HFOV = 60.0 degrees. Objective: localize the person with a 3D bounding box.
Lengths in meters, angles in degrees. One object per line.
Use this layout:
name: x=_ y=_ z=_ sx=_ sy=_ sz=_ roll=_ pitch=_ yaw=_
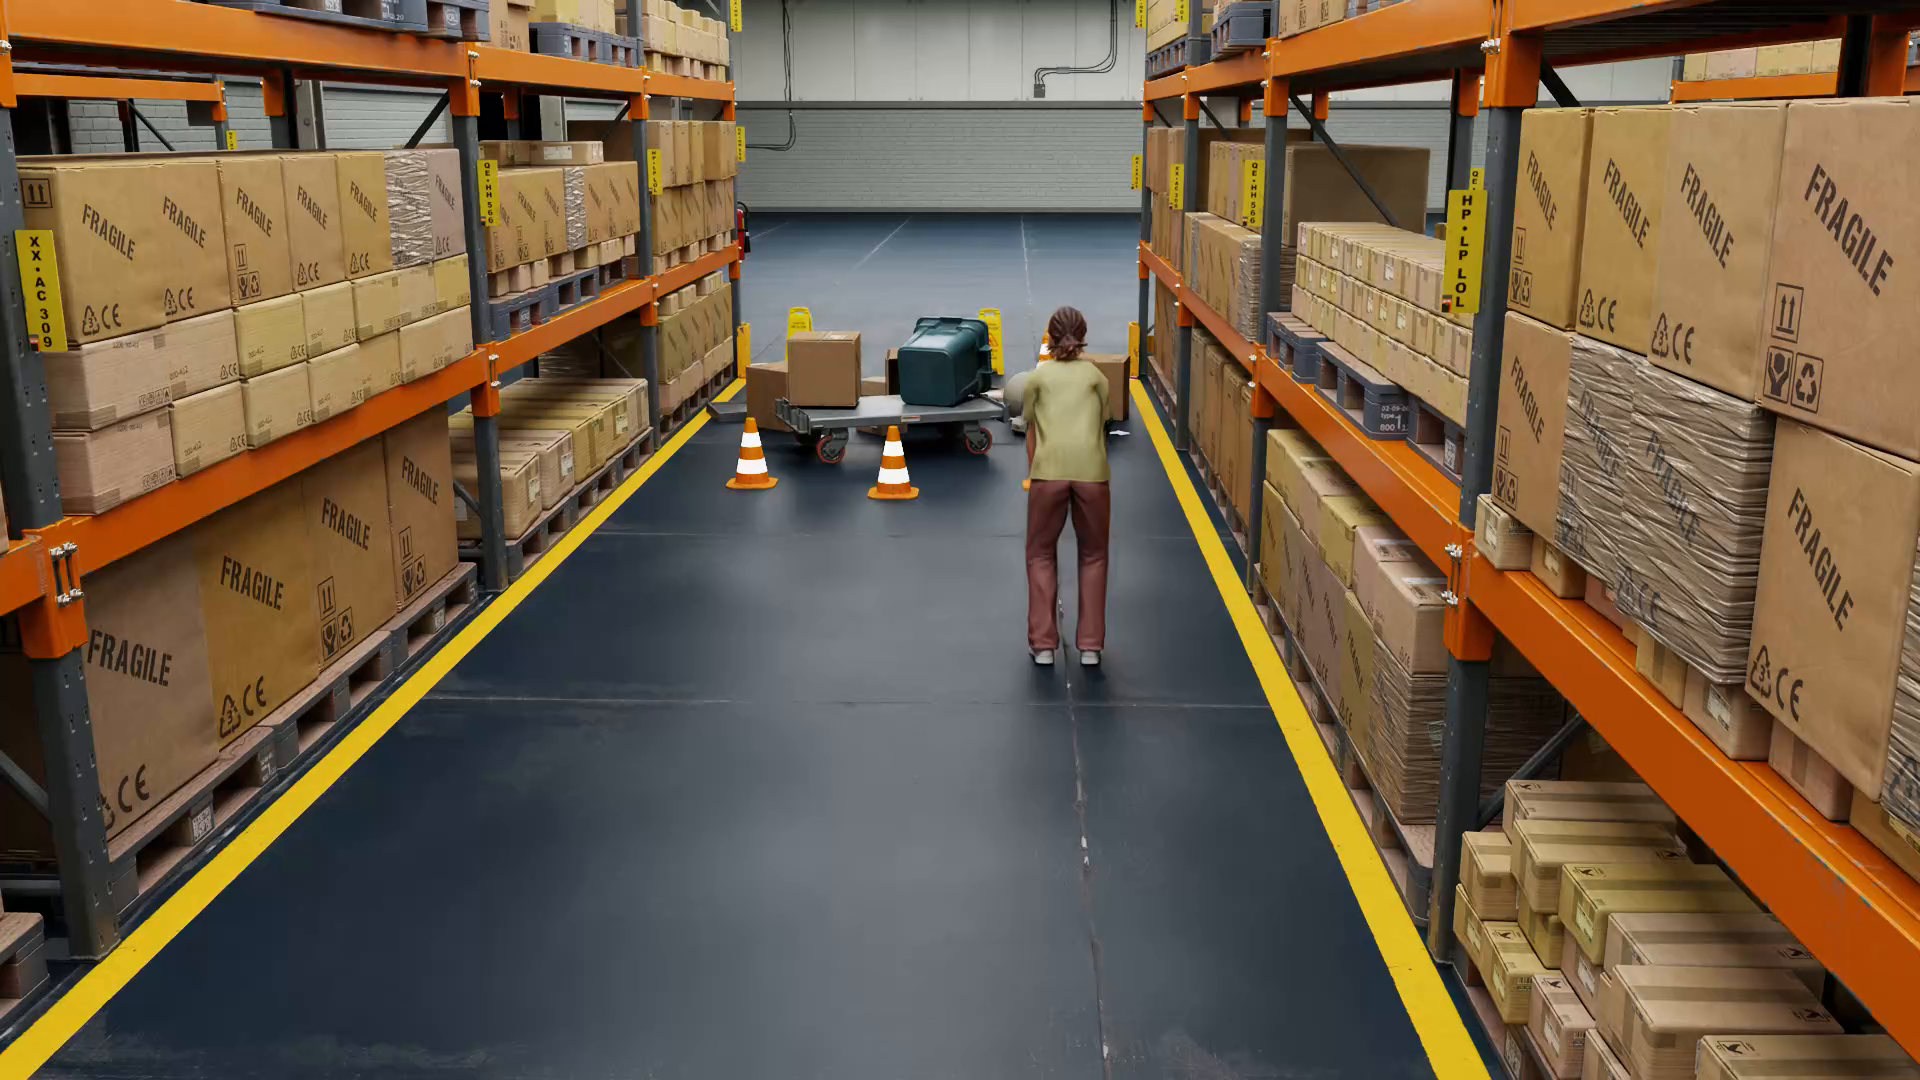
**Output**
person: x=0.487 y=-0.243 z=7.653 sx=0.404 sy=1.597 sz=0.538 roll=0 pitch=14 yaw=0
